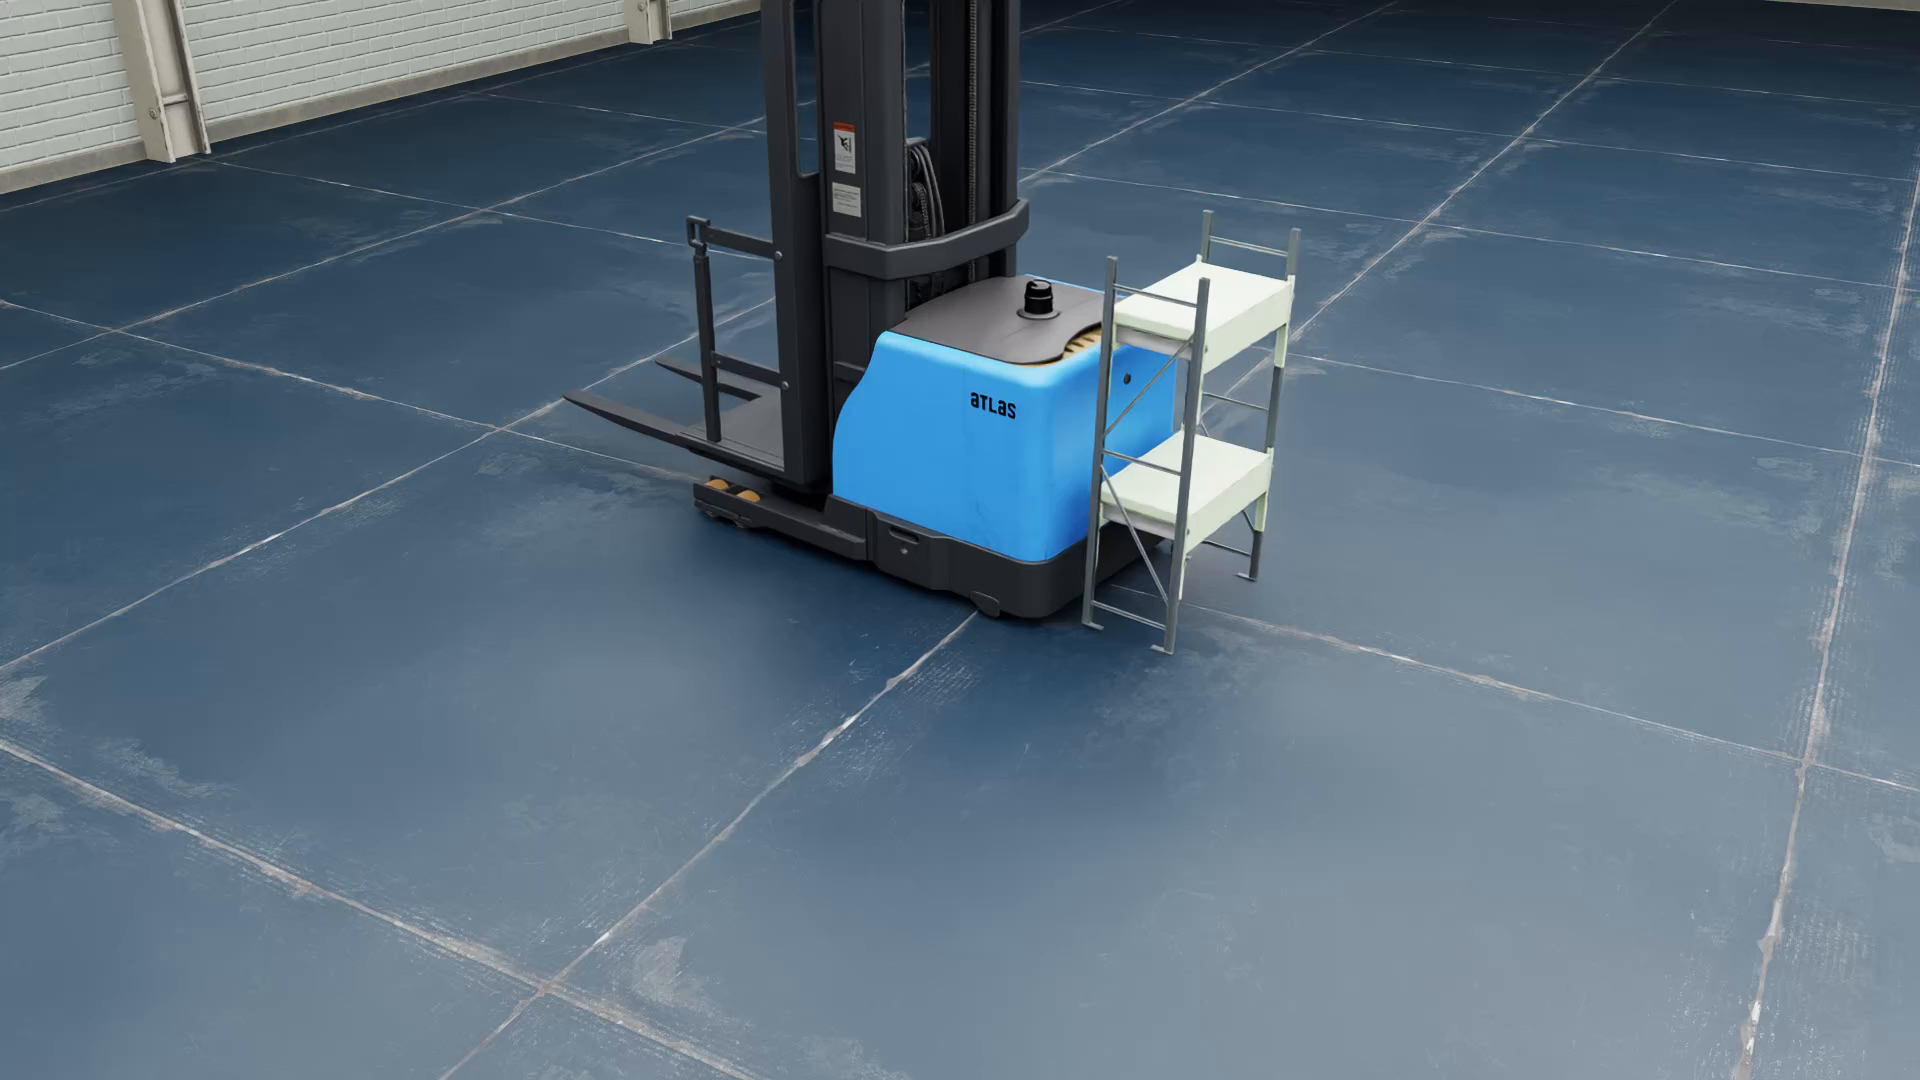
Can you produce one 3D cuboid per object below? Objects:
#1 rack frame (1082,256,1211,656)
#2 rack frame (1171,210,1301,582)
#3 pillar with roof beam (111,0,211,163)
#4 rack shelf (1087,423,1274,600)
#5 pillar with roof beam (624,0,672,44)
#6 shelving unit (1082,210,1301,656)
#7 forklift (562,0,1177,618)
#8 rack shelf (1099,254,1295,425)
[{"bbox_3d":[0.669,-0.282,6.122,0.400,1.500,0.023,19,32,30],"label":"rack frame"},{"bbox_3d":[1.089,-0.550,6.658,0.400,1.500,0.023,19,32,30],"label":"rack frame"},{"bbox_3d":[-2.586,-6.194,9.570,9.100,9.000,0.400,14,30,26],"label":"pillar with roof beam"},{"bbox_3d":[0.870,-0.127,6.541,0.431,0.370,0.720,19,32,30],"label":"rack shelf"},{"bbox_3d":[0.365,-8.532,14.242,9.100,9.000,0.400,14,30,26],"label":"pillar with roof beam"},{"bbox_3d":[0.879,-0.416,6.390,0.431,1.500,0.755,19,32,30],"label":"shelving unit"},{"bbox_3d":[-0.566,-1.526,7.023,3.031,2.935,1.130,19,33,34],"label":"forklift"},{"bbox_3d":[0.888,-0.762,6.209,0.431,0.370,0.720,19,32,30],"label":"rack shelf"}]
